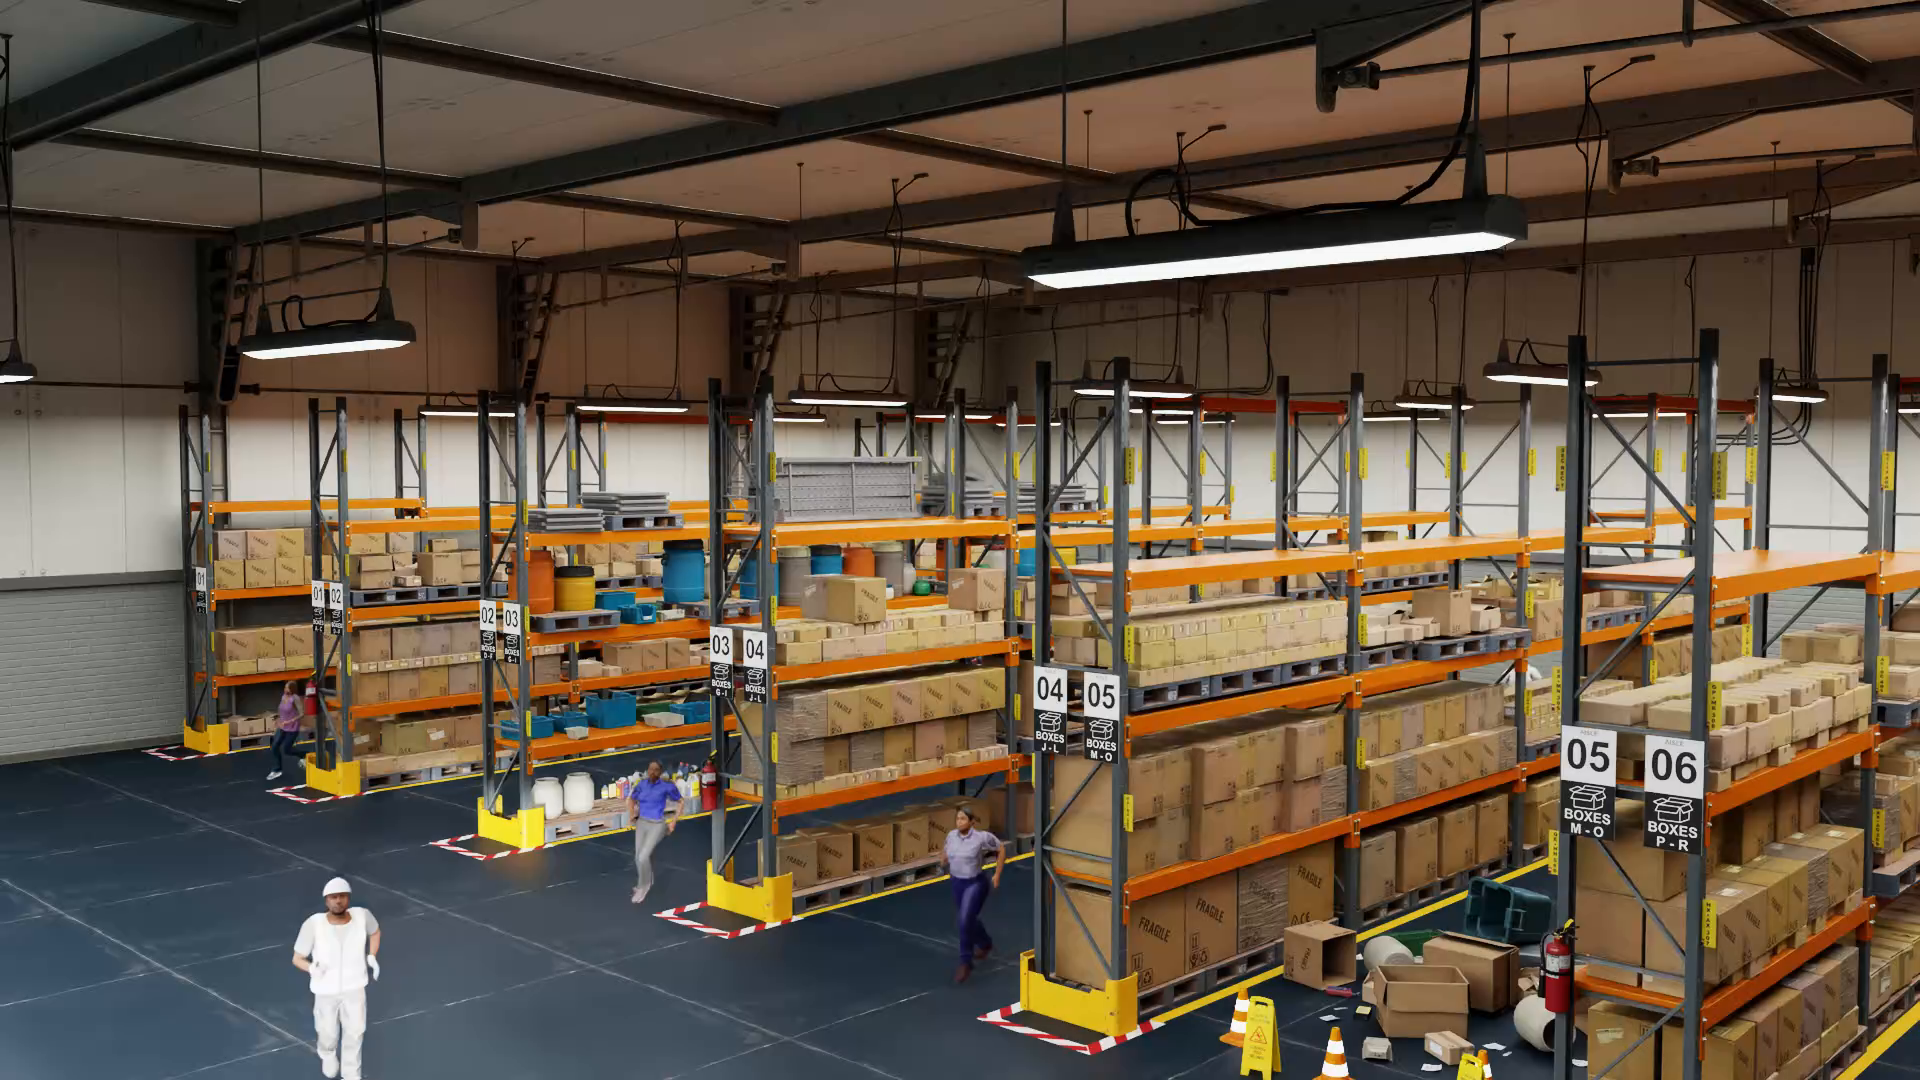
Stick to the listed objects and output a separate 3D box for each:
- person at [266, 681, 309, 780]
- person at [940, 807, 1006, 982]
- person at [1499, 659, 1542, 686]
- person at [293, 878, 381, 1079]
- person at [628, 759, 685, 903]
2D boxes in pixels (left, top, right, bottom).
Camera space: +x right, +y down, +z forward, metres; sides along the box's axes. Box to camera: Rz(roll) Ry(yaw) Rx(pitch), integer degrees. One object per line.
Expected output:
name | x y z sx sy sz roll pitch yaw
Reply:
person | -10.626 3.010 26.471 0.583 1.570 0.735 2 4 31
person | 0.099 3.484 16.574 0.624 1.689 0.788 2 4 37
person | 9.776 2.782 29.014 0.751 1.699 0.543 1 3 22
person | -4.917 3.560 13.179 0.682 1.774 0.980 -1 3 -26
person | -3.560 3.351 19.218 0.658 1.657 0.662 1 3 21
